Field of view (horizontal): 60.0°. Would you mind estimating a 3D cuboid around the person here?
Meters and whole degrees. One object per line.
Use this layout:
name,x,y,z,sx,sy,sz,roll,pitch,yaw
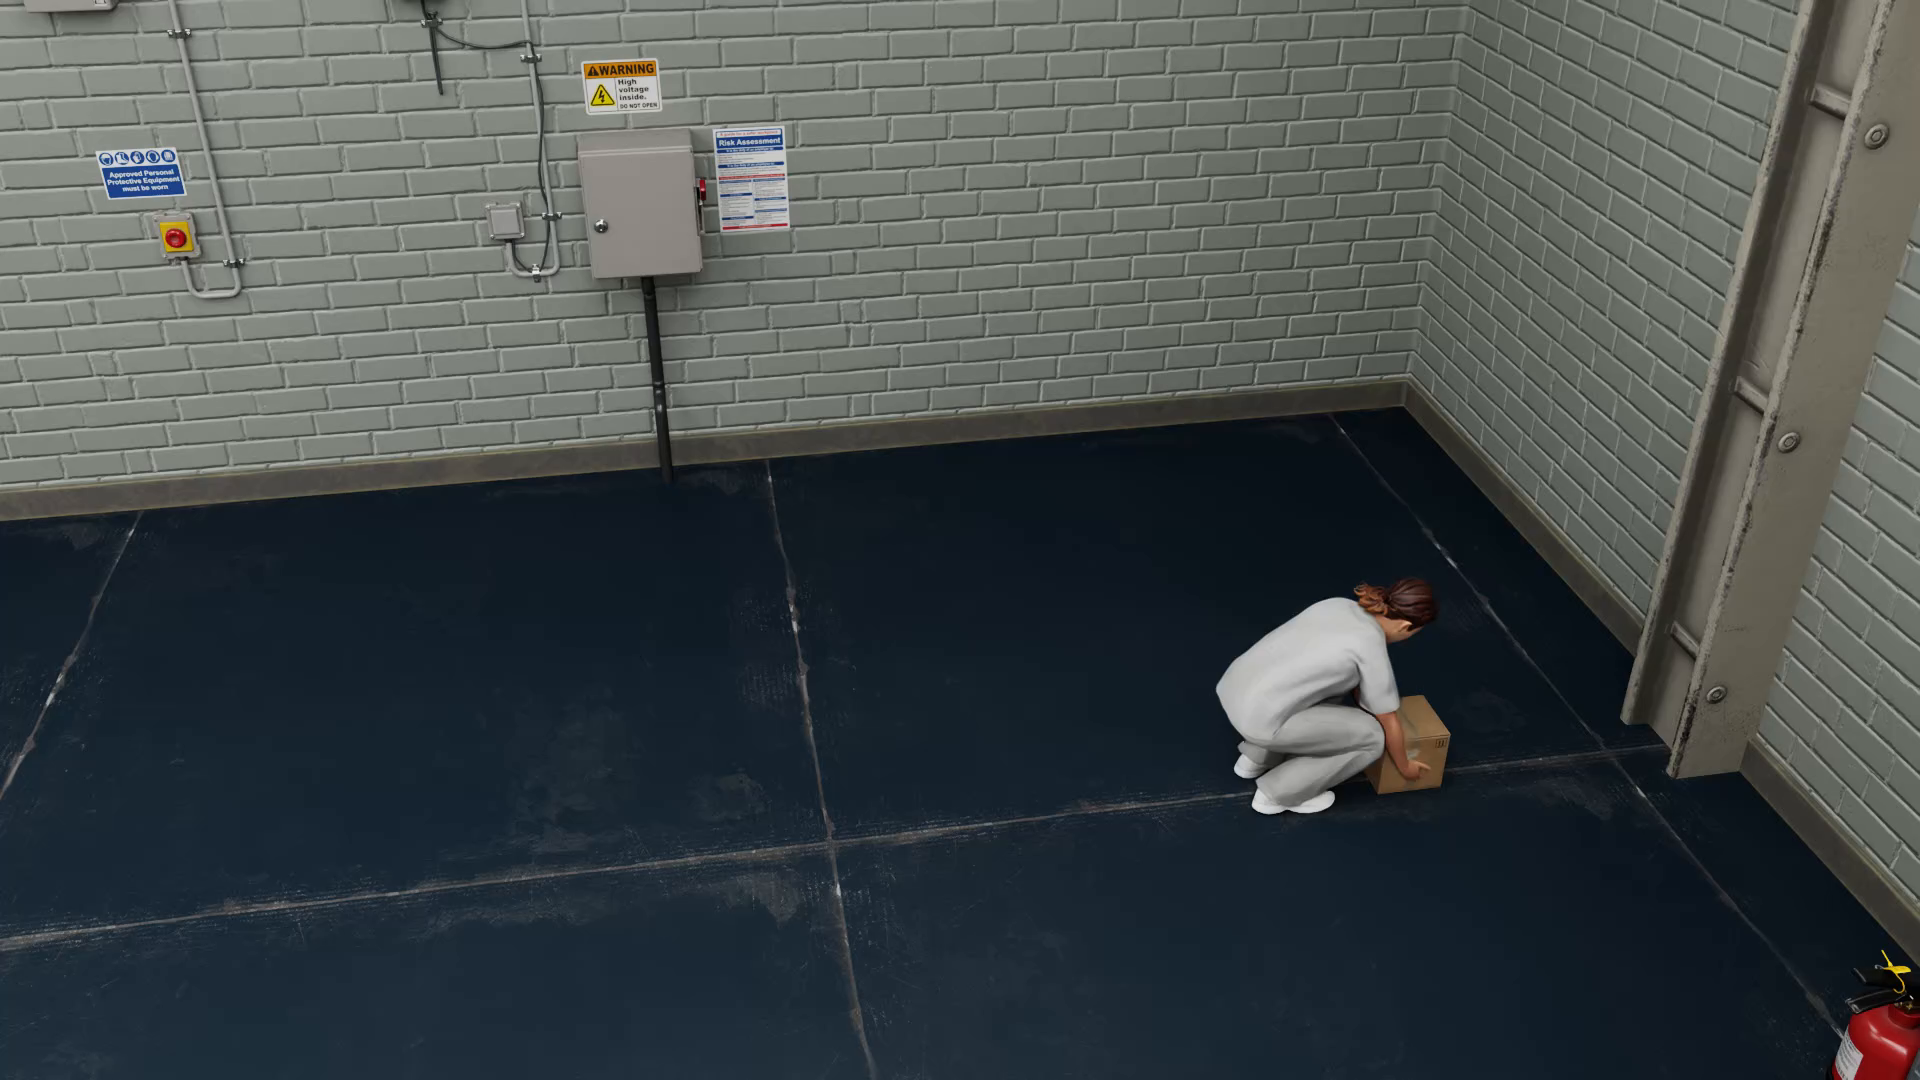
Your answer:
person,1.331,0.553,6.042,0.801,0.824,0.483,-5,31,-9
